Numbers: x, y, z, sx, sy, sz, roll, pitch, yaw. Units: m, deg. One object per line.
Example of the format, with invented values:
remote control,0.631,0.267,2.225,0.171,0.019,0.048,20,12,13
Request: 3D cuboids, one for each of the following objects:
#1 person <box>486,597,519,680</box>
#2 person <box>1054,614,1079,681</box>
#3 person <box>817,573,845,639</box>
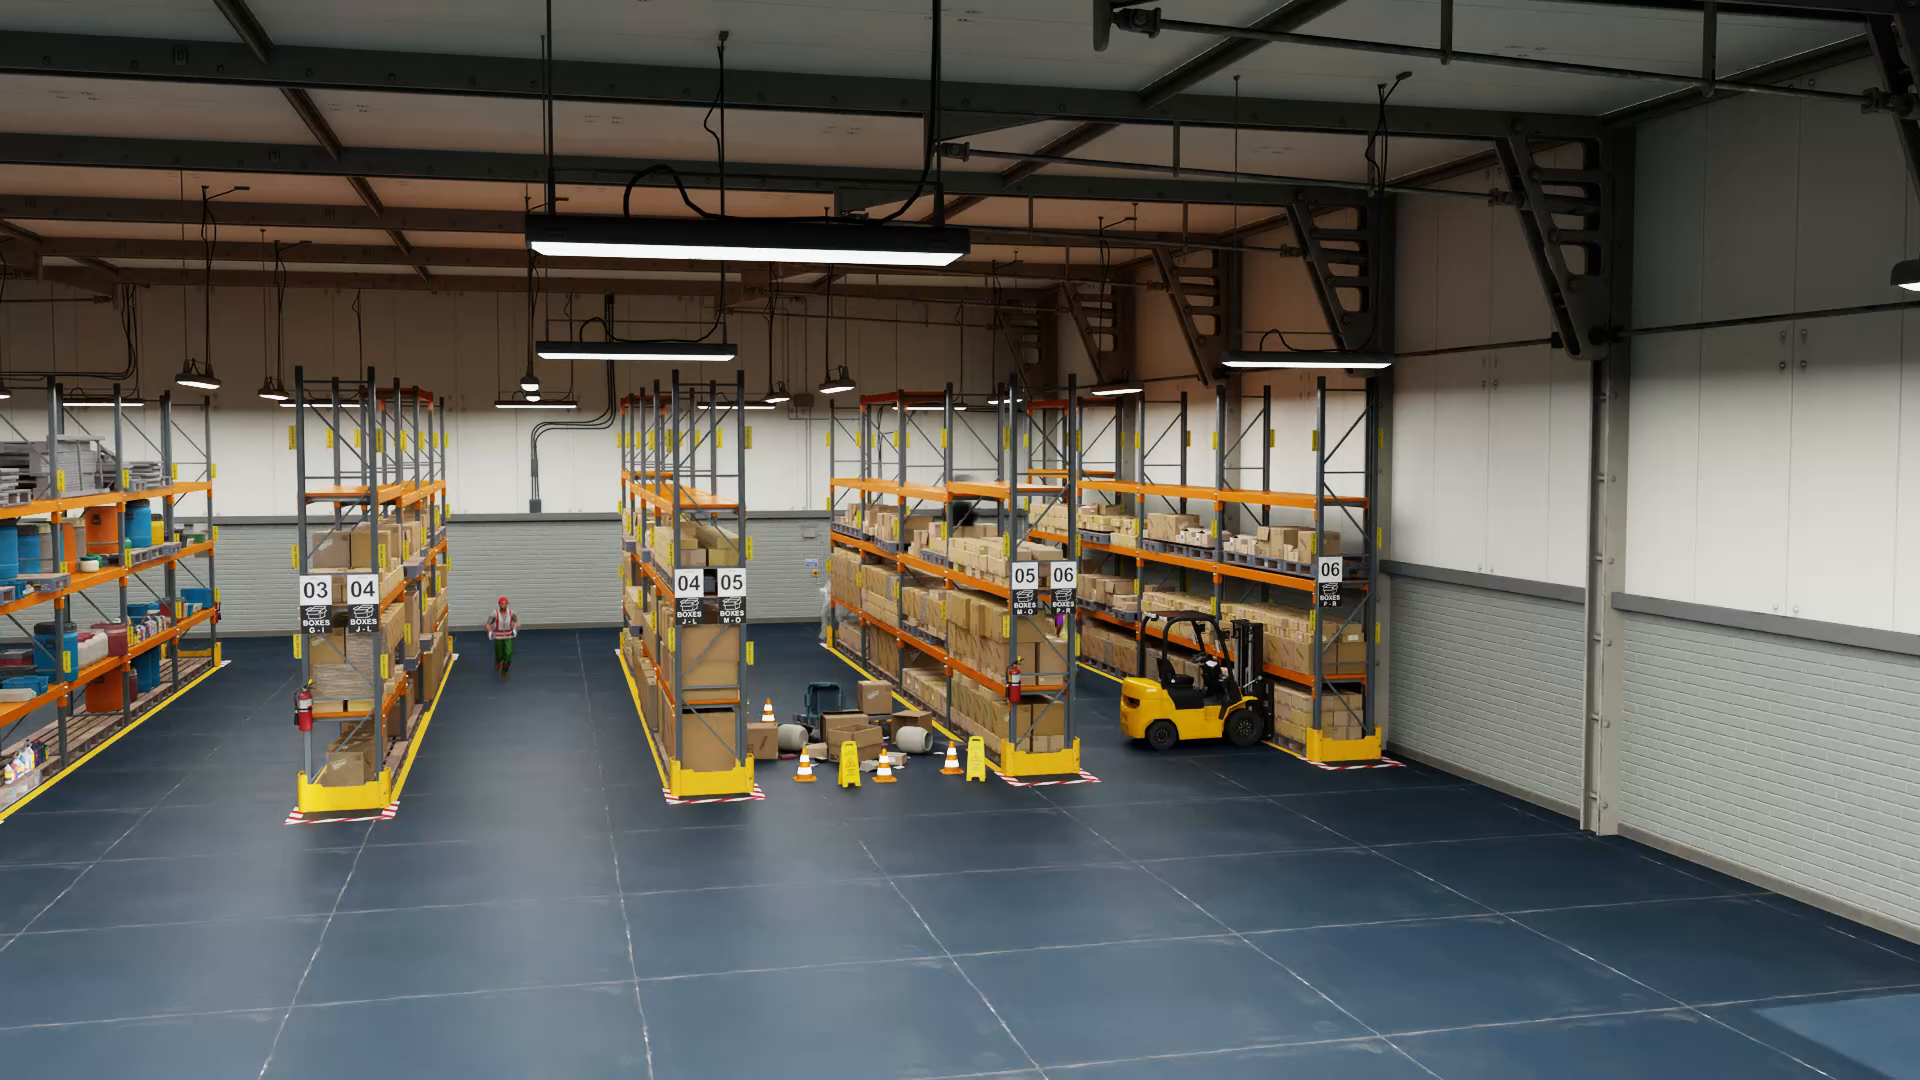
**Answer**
person,-9.631,2.058,35.046,0.674,1.735,0.676,-2,4,-25
person,2.249,2.090,34.408,0.677,1.740,0.785,-2,4,-33
person,-3.214,1.593,42.054,0.810,1.840,0.680,-2,4,-25
